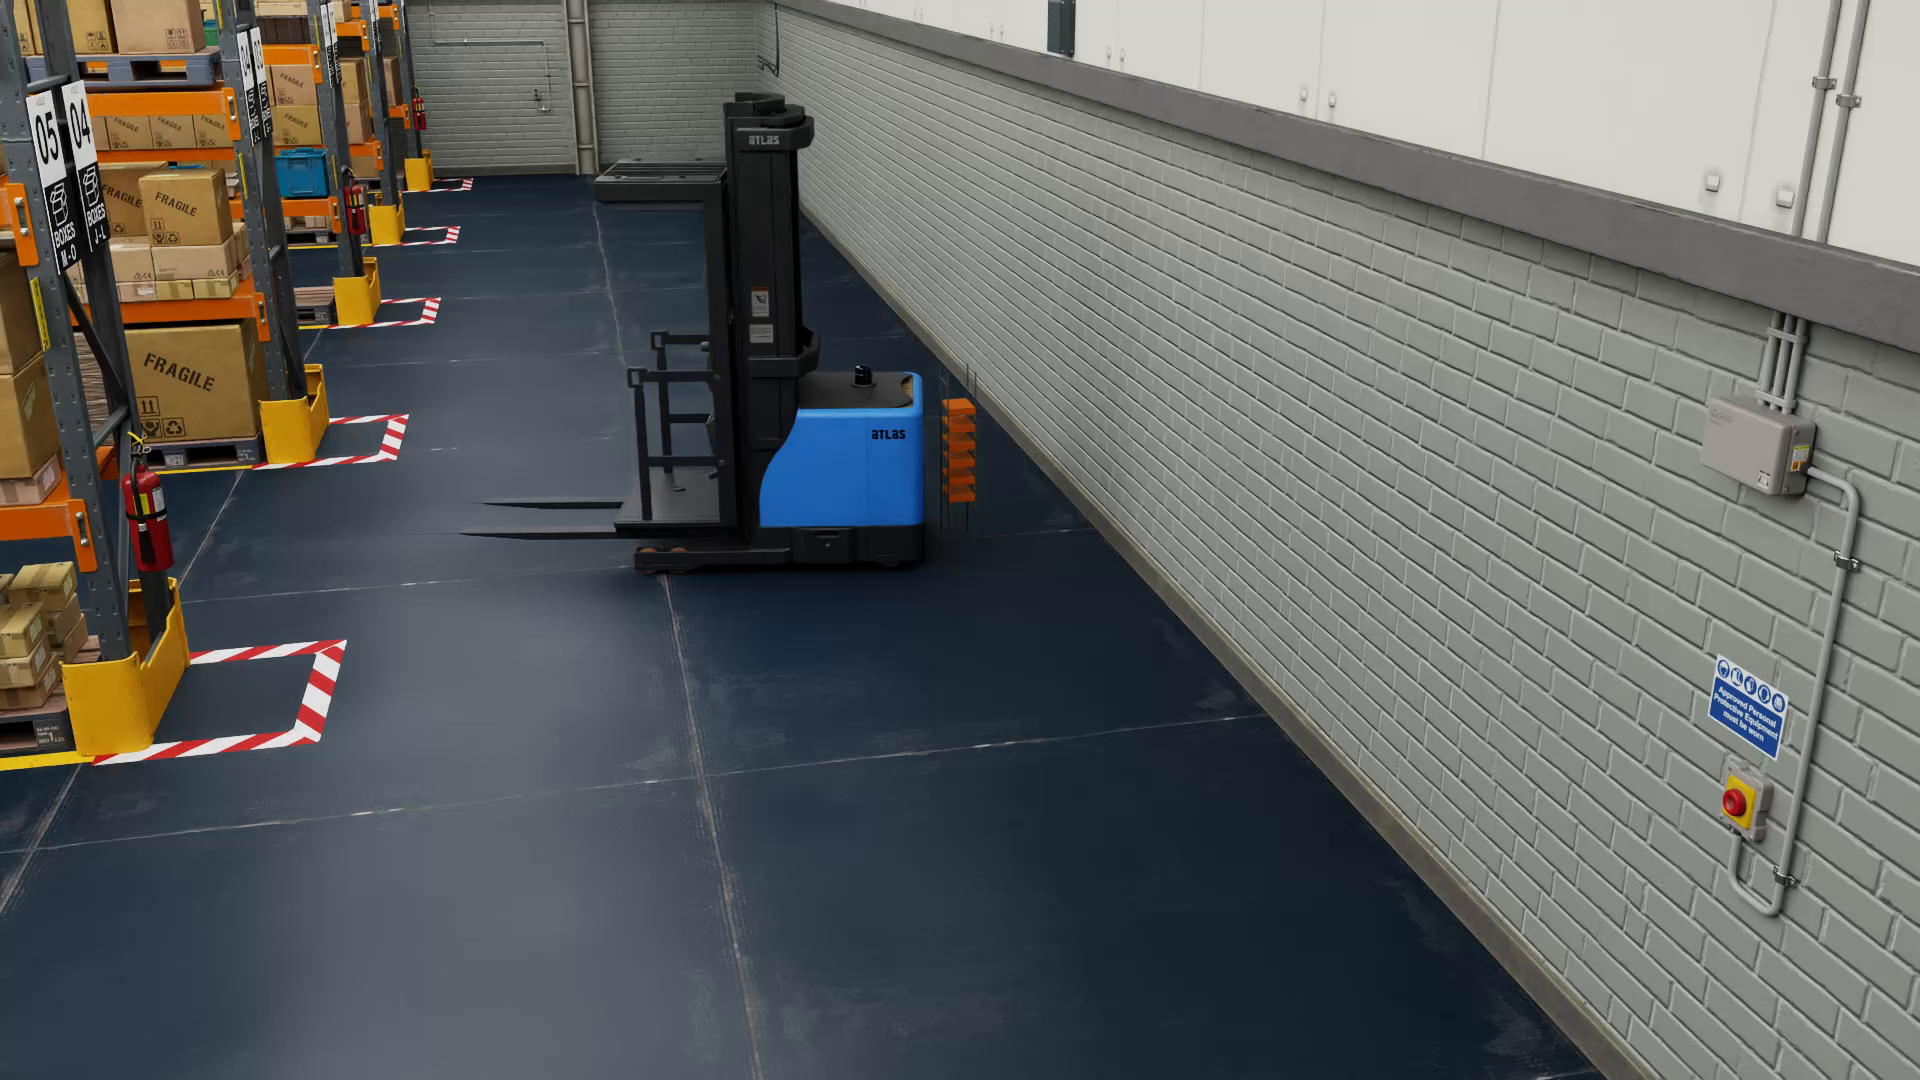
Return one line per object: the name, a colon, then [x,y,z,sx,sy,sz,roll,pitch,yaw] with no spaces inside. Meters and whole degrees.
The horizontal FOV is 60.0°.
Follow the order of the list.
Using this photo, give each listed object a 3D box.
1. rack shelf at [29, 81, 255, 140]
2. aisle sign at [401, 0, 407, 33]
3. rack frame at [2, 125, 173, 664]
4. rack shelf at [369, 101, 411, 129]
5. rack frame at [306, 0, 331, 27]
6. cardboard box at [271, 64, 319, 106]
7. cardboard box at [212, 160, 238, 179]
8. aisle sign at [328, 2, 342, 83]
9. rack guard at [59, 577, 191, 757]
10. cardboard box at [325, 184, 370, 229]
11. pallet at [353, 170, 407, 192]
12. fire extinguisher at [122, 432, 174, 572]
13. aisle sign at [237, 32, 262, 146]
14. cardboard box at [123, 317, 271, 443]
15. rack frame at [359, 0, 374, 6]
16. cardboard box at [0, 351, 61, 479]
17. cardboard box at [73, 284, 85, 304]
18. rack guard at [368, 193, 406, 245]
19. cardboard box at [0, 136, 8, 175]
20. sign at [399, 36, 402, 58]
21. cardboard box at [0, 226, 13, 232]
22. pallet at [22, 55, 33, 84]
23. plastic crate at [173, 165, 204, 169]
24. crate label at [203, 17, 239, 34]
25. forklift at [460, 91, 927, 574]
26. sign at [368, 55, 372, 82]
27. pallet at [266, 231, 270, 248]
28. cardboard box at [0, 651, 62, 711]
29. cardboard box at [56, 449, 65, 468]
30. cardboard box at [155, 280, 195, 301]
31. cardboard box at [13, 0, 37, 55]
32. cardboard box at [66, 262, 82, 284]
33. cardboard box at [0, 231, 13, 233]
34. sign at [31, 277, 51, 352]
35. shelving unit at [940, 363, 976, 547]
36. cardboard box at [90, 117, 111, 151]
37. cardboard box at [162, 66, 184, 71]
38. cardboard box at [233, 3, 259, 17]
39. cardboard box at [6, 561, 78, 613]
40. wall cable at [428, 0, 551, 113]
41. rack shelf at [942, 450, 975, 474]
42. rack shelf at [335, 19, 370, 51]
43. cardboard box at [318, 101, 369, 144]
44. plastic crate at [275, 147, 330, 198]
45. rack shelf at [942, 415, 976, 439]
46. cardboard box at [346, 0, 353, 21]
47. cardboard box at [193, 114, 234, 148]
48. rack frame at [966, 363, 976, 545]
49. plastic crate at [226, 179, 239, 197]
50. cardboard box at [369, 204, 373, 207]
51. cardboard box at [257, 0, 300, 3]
rack shelf: [-7.320,-3.112,12.133,4.000,0.370,1.077,-5,21,-12]
aisle sign: [-8.654,-8.299,25.831,0.004,0.787,0.394,-5,21,-12]
rack frame: [-4.330,-0.531,8.403,0.127,3.000,1.000,-5,21,-12]
rack shelf: [-10.739,-6.677,26.228,4.000,0.370,1.077,-5,21,-12]
rack frame: [-6.513,-6.674,16.452,0.127,3.000,1.000,-5,21,-12]
cardboard box: [-8.510,-5.864,21.364,0.500,0.500,0.500,-4,21,-11]
cardboard box: [-11.444,-5.944,26.203,0.500,0.500,0.700,-5,21,-13]
aisle sign: [-6.511,-5.183,17.323,0.004,0.787,0.394,-5,21,-12]
rack guard: [-4.404,0.649,8.817,0.348,0.500,1.175,-5,21,-12]
cardboard box: [-8.122,-4.423,22.022,0.500,0.500,0.500,-5,21,-12]
pallet: [-9.553,-5.775,26.772,1.213,0.211,1.003,-5,21,-12]
fire extinguisher: [-3.979,-0.185,8.113,0.183,0.674,0.296,-5,21,-12]
aisle sign: [-5.234,-3.325,12.252,0.004,0.787,0.394,-5,21,-12]
cardboard box: [-5.978,-1.321,13.039,0.875,0.875,0.875,-5,21,-12]
rack frame: [-7.649,-8.333,20.979,0.127,3.000,1.000,-5,21,-12]
cardboard box: [-4.708,-0.596,8.003,0.500,0.500,0.500,-4,21,-11]
cardboard box: [-6.638,-1.862,12.401,0.250,0.149,0.380,-5,21,-14]
rack guard: [-7.723,-4.336,22.424,0.348,0.500,1.175,-5,21,-12]
cardboard box: [-4.826,-1.919,8.050,0.500,0.250,0.500,-4,20,-11]
sign: [-8.681,-7.646,25.798,0.005,0.325,0.100,-5,21,-12]
cardboard box: [-11.956,-4.097,21.132,0.500,0.500,0.500,-5,21,-13]
pallet: [-7.282,-3.406,12.020,1.213,0.211,1.003,-5,21,-12]
plastic crate: [-8.110,-3.793,17.465,0.300,0.233,0.416,-5,21,-12]
crate label: [-7.485,-5.231,17.089,0.502,0.251,0.408,-5,21,-12]
forklift: [-1.745,-1.341,10.713,3.031,2.935,1.130,-1,20,-2]
sign: [-7.541,-6.020,21.246,0.005,0.325,0.100,-5,21,-12]
pallet: [-9.684,-4.041,22.040,1.213,0.211,1.003,-5,21,-12]
cardboard box: [-4.795,0.722,8.517,0.250,0.149,0.380,-4,21,-12]
cardboard box: [-4.721,-0.497,8.676,0.250,0.149,0.380,-5,21,-13]
cardboard box: [-5.897,-1.922,12.565,0.250,0.149,0.380,-4,21,-12]
cardboard box: [-6.934,-3.778,12.006,0.500,0.500,0.700,-6,21,-16]
cardboard box: [-6.773,-2.061,12.366,0.500,0.250,0.500,-5,21,-14]
cardboard box: [-7.403,-2.196,12.734,0.500,0.250,0.500,-5,21,-14]
sign: [-4.222,-1.036,7.638,0.005,0.325,0.100,-5,21,-12]
shelving unit: [-0.014,-0.562,11.105,0.189,1.200,0.258,-5,21,-12]
cardboard box: [-10.983,-5.195,20.990,0.500,0.500,0.500,-4,21,-11]
cardboard box: [-10.016,-5.740,21.024,0.500,0.500,0.500,-5,21,-14]
cardboard box: [-9.061,-6.645,20.951,0.500,0.250,0.500,-5,21,-12]
cardboard box: [-4.918,0.259,8.916,0.250,0.149,0.380,-6,21,-15]
wall cable: [-7.764,-8.068,27.503,1.851,1.984,0.084,-5,21,-12]
rack shelf: [-0.014,-0.521,11.120,0.180,0.103,0.258,-5,21,-12]
rack shelf: [-9.595,-6.428,21.186,4.000,0.370,1.077,-5,21,-12]
cardboard box: [-8.022,-5.436,21.648,0.500,0.500,0.500,-4,20,-11]
plastic crate: [-6.796,-3.813,17.224,0.499,0.435,0.616,-5,21,-12]
rack shelf: [-0.014,-0.746,11.038,0.180,0.103,0.258,-5,21,-12]
cardboard box: [-8.208,-6.898,21.642,0.500,0.250,0.500,-5,21,-12]
cardboard box: [-9.504,-5.316,21.321,0.500,0.500,0.500,-5,21,-13]
rack frame: [0.075,-0.569,11.125,0.006,1.200,0.240,-5,21,-12]
plastic crate: [-7.550,-3.618,17.127,0.243,0.136,0.396,-5,21,-12]
cardboard box: [-8.136,-4.465,22.649,0.250,0.149,0.380,-5,21,-12]
cardboard box: [-8.577,-6.923,20.982,0.500,0.250,0.500,-5,21,-12]
